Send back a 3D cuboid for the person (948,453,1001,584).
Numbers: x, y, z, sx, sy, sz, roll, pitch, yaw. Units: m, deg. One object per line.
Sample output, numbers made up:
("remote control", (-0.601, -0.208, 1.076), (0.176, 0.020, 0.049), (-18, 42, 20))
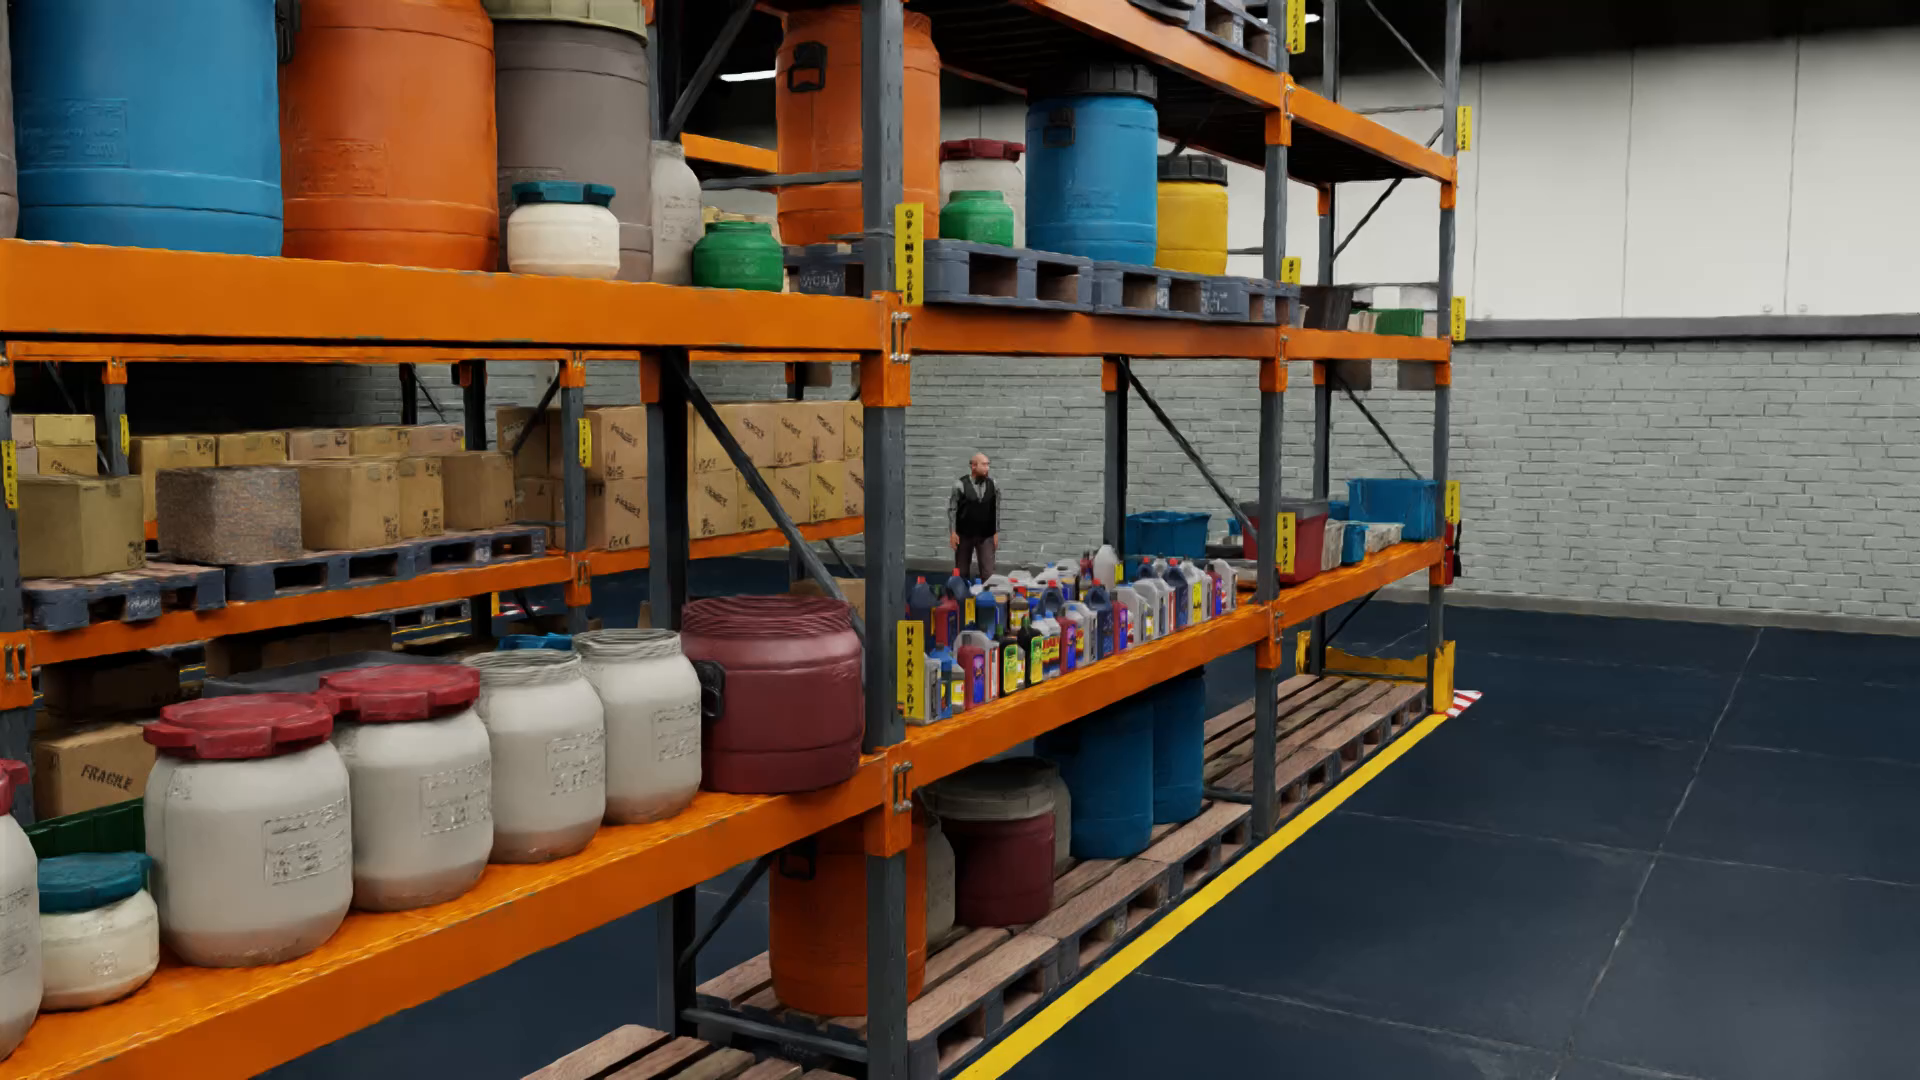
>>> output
("person", (0.137, -0.032, 17.056), (0.598, 1.722, 0.529), (-1, 6, -12))
